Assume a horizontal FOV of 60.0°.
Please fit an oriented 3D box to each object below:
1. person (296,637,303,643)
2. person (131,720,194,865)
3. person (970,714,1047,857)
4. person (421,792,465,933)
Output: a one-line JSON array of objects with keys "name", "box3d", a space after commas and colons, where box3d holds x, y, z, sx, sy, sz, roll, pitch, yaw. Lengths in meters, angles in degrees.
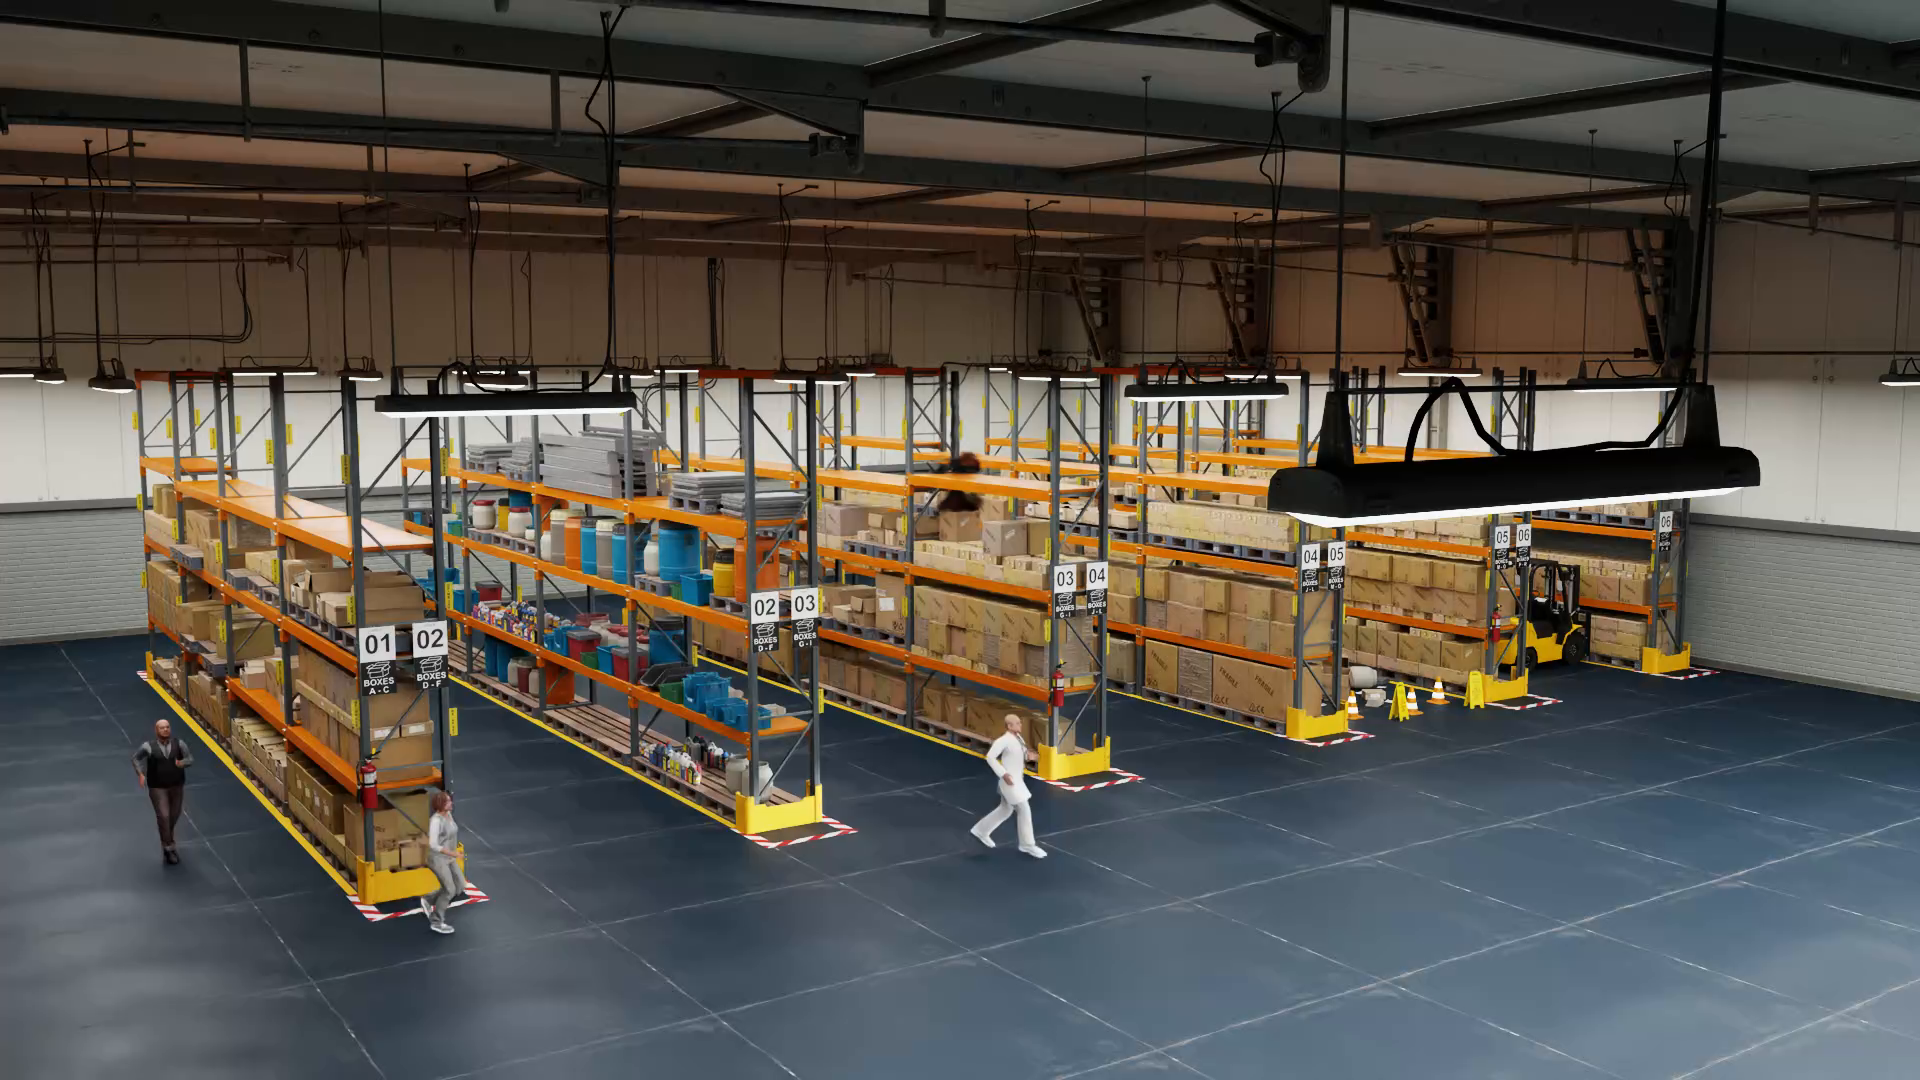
[{"name": "person", "box3d": [-12.649, 1.843, 32.235, 0.630, 1.731, 0.714, 5, 8, 39]}, {"name": "person", "box3d": [-9.942, 3.105, 20.832, 0.649, 1.730, 0.938, -6, 9, -43]}, {"name": "person", "box3d": [0.618, 3.079, 21.011, 0.987, 1.801, 0.686, 1, 7, 10]}, {"name": "person", "box3d": [-5.660, 3.517, 18.209, 0.568, 1.564, 0.580, 0, 6, 2]}]
